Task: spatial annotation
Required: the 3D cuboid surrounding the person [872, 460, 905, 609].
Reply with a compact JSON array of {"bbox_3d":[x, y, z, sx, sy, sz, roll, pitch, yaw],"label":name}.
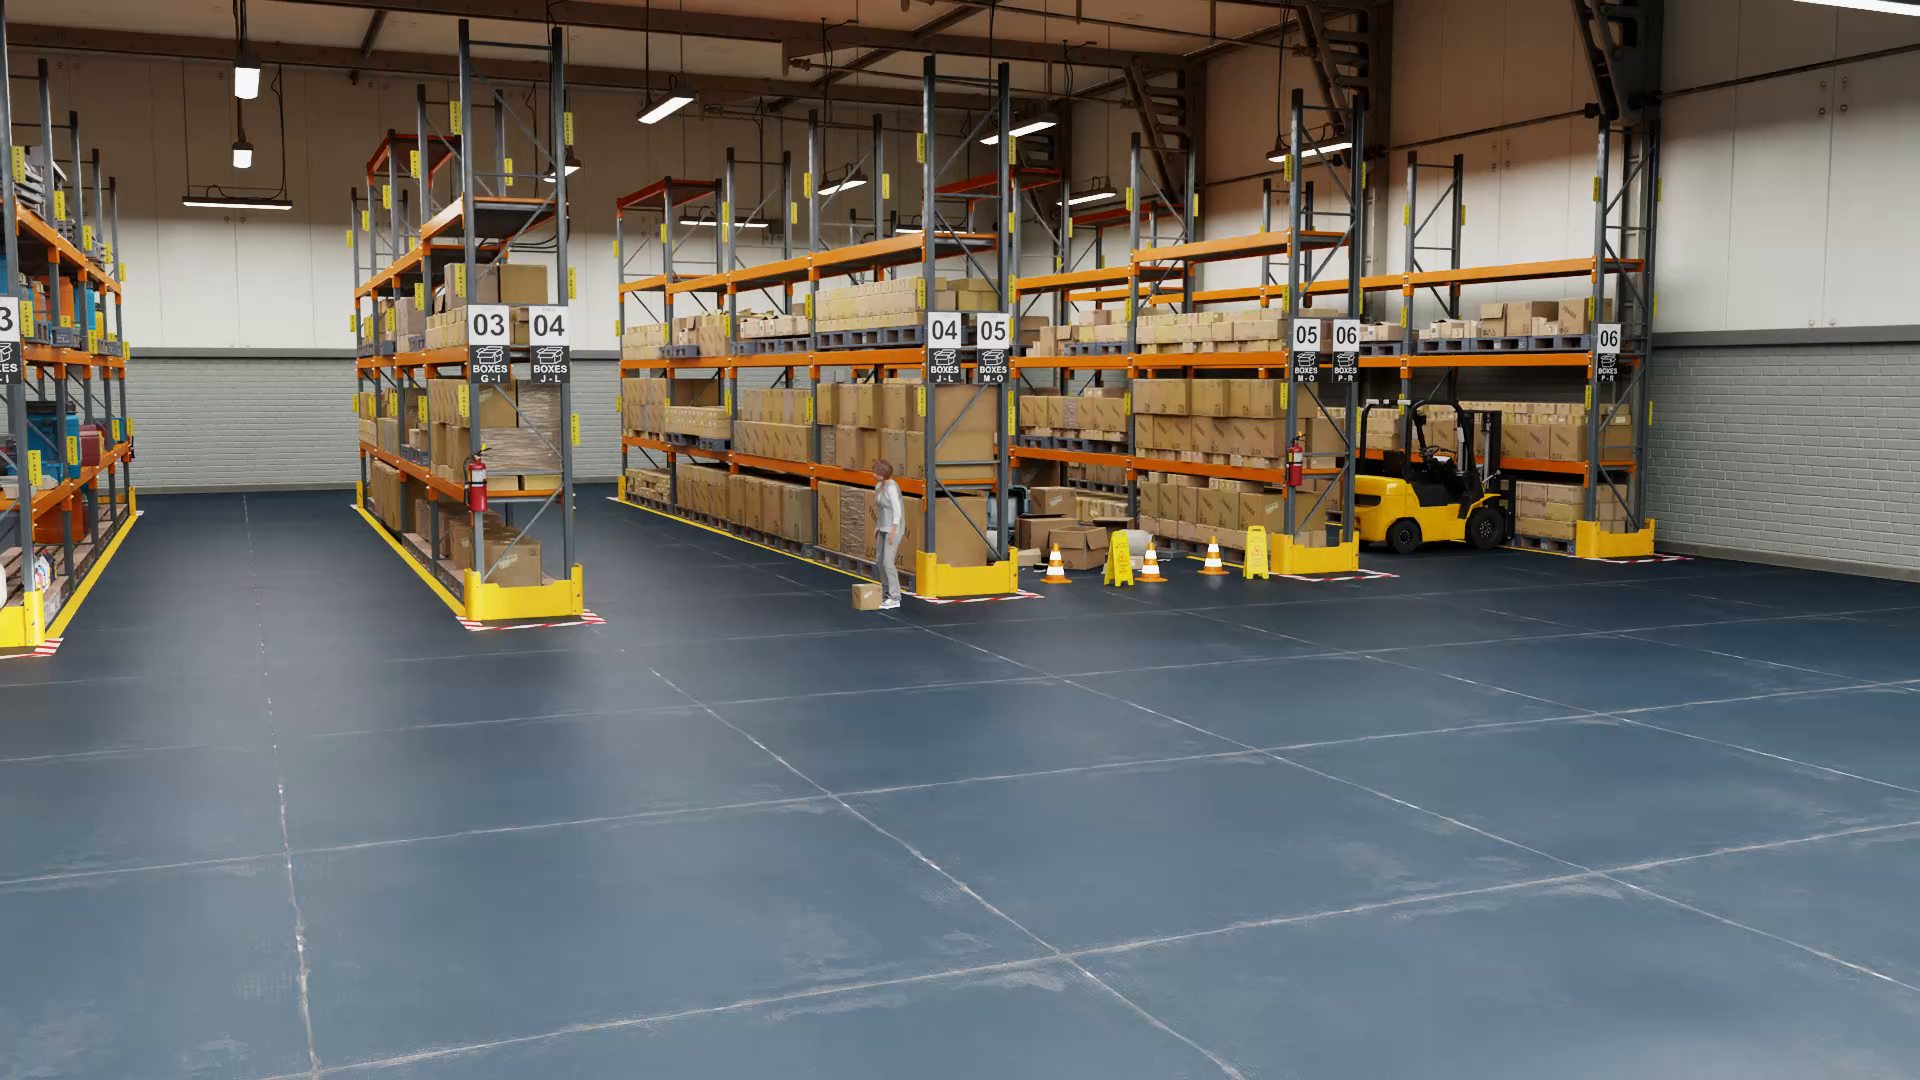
[{"bbox_3d":[-0.781,-0.068,17.904,0.345,1.593,0.479,-3,6,-26],"label":"person"}]
